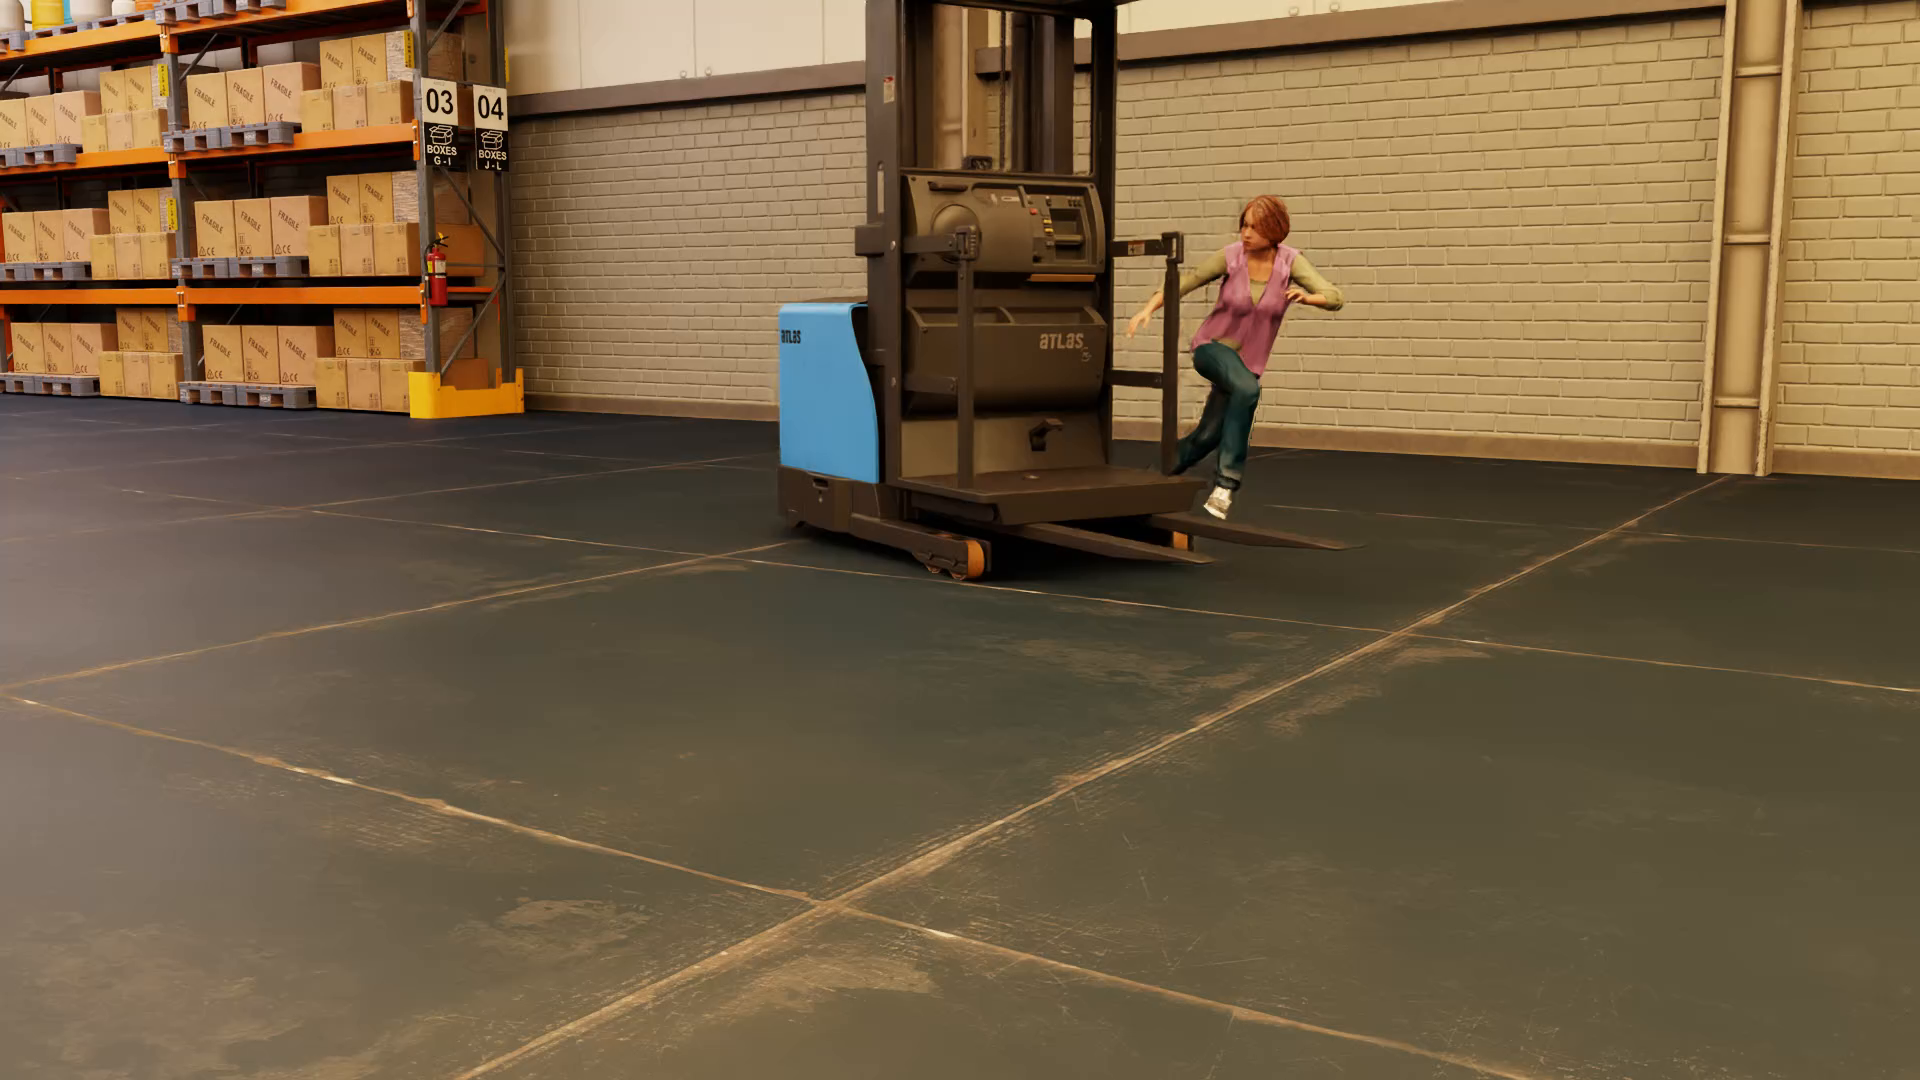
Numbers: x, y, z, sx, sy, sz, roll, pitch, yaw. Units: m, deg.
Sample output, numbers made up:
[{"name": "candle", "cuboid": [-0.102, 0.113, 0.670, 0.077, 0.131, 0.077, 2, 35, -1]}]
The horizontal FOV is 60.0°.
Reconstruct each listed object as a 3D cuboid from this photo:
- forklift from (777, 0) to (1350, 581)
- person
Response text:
[{"name": "forklift", "cuboid": [0.312, -1.363, 6.781, 1.130, 2.935, 3.031, -5, 9, -30]}, {"name": "person", "cuboid": [1.106, -0.738, 6.902, 0.848, 1.353, 0.821, -2, 8, -12]}]
